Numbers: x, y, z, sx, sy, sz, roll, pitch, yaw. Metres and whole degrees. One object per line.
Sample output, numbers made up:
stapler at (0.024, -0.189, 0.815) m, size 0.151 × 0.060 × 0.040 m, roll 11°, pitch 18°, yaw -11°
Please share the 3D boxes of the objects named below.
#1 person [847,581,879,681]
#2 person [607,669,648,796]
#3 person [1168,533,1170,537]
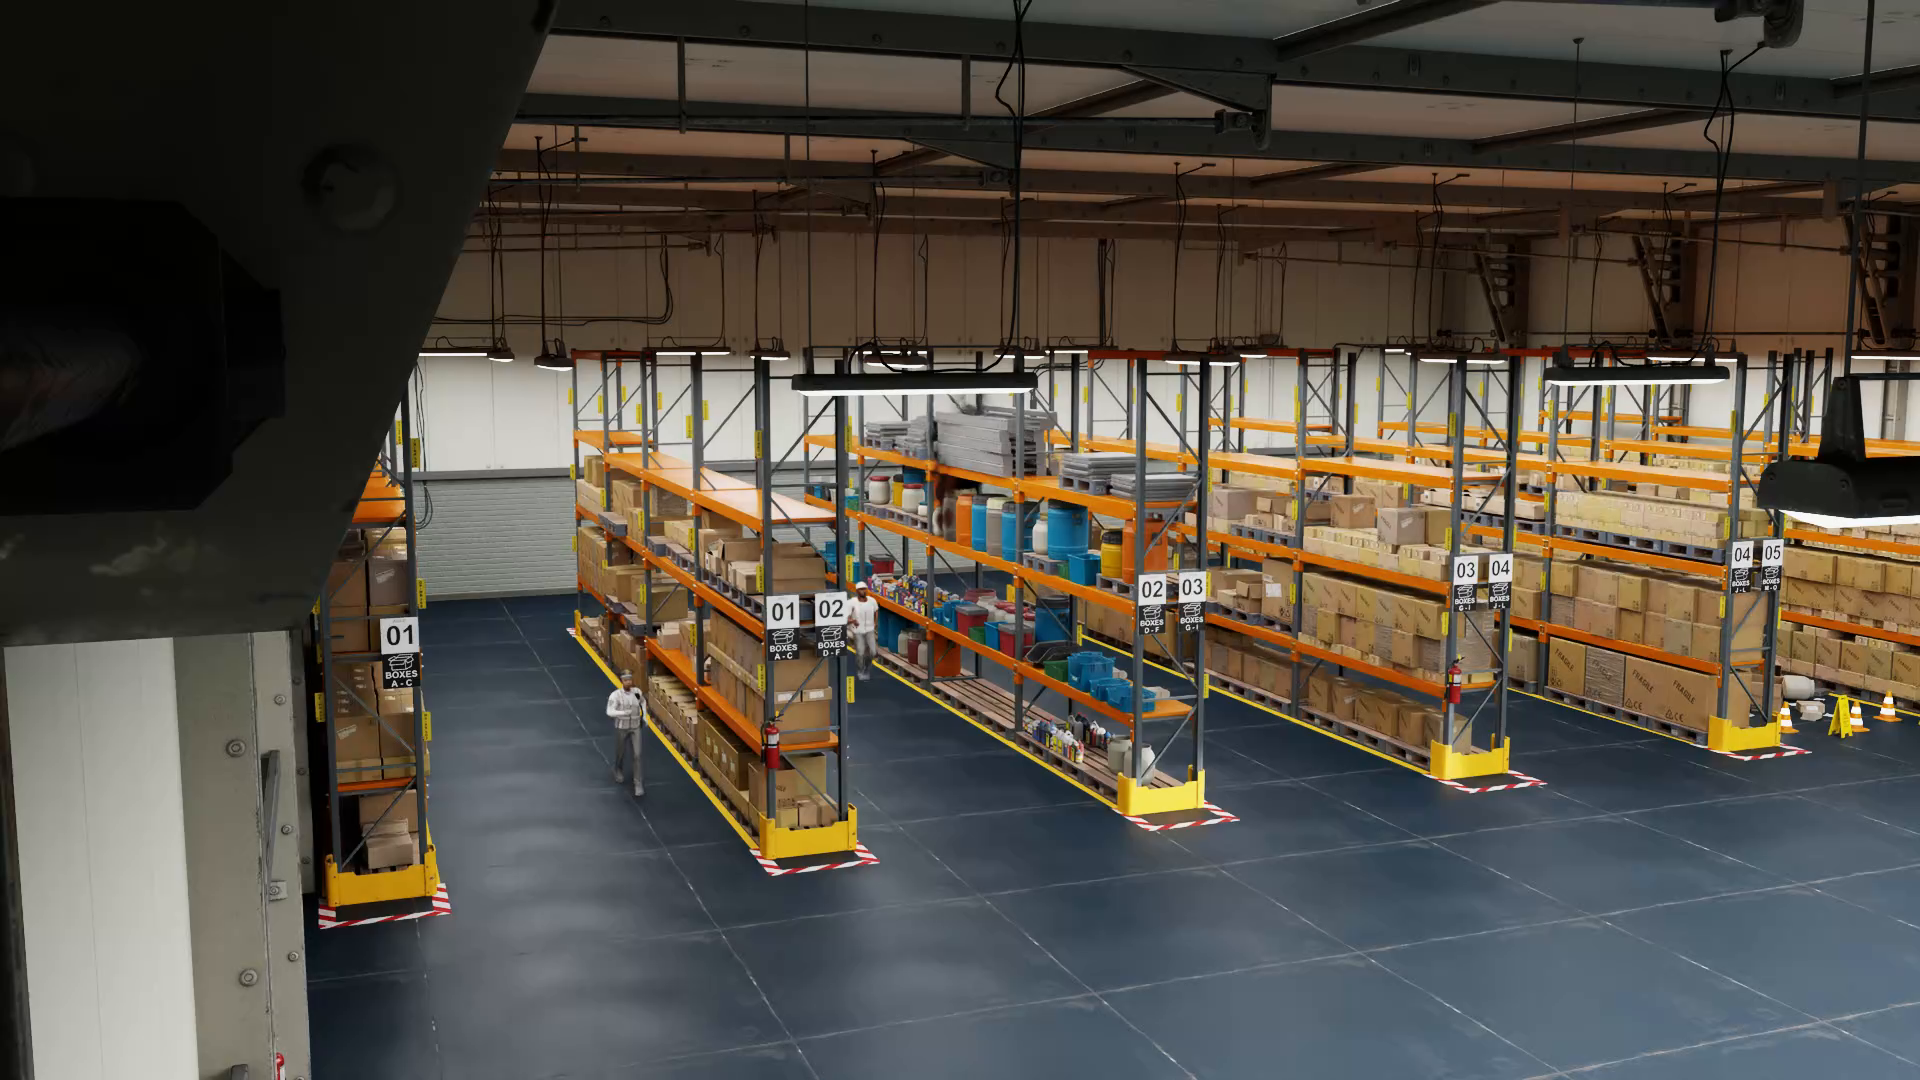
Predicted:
person at (-1.660, 1.605, 28.877) m, size 0.688 × 1.772 × 0.582 m, roll -3°, pitch 8°, yaw -21°
person at (-4.592, 2.613, 23.017) m, size 0.604 × 1.696 × 0.924 m, roll -3°, pitch 8°, yaw -23°
person at (4.803, 0.632, 39.362) m, size 0.609 × 1.643 × 0.877 m, roll 1°, pitch 7°, yaw 9°
